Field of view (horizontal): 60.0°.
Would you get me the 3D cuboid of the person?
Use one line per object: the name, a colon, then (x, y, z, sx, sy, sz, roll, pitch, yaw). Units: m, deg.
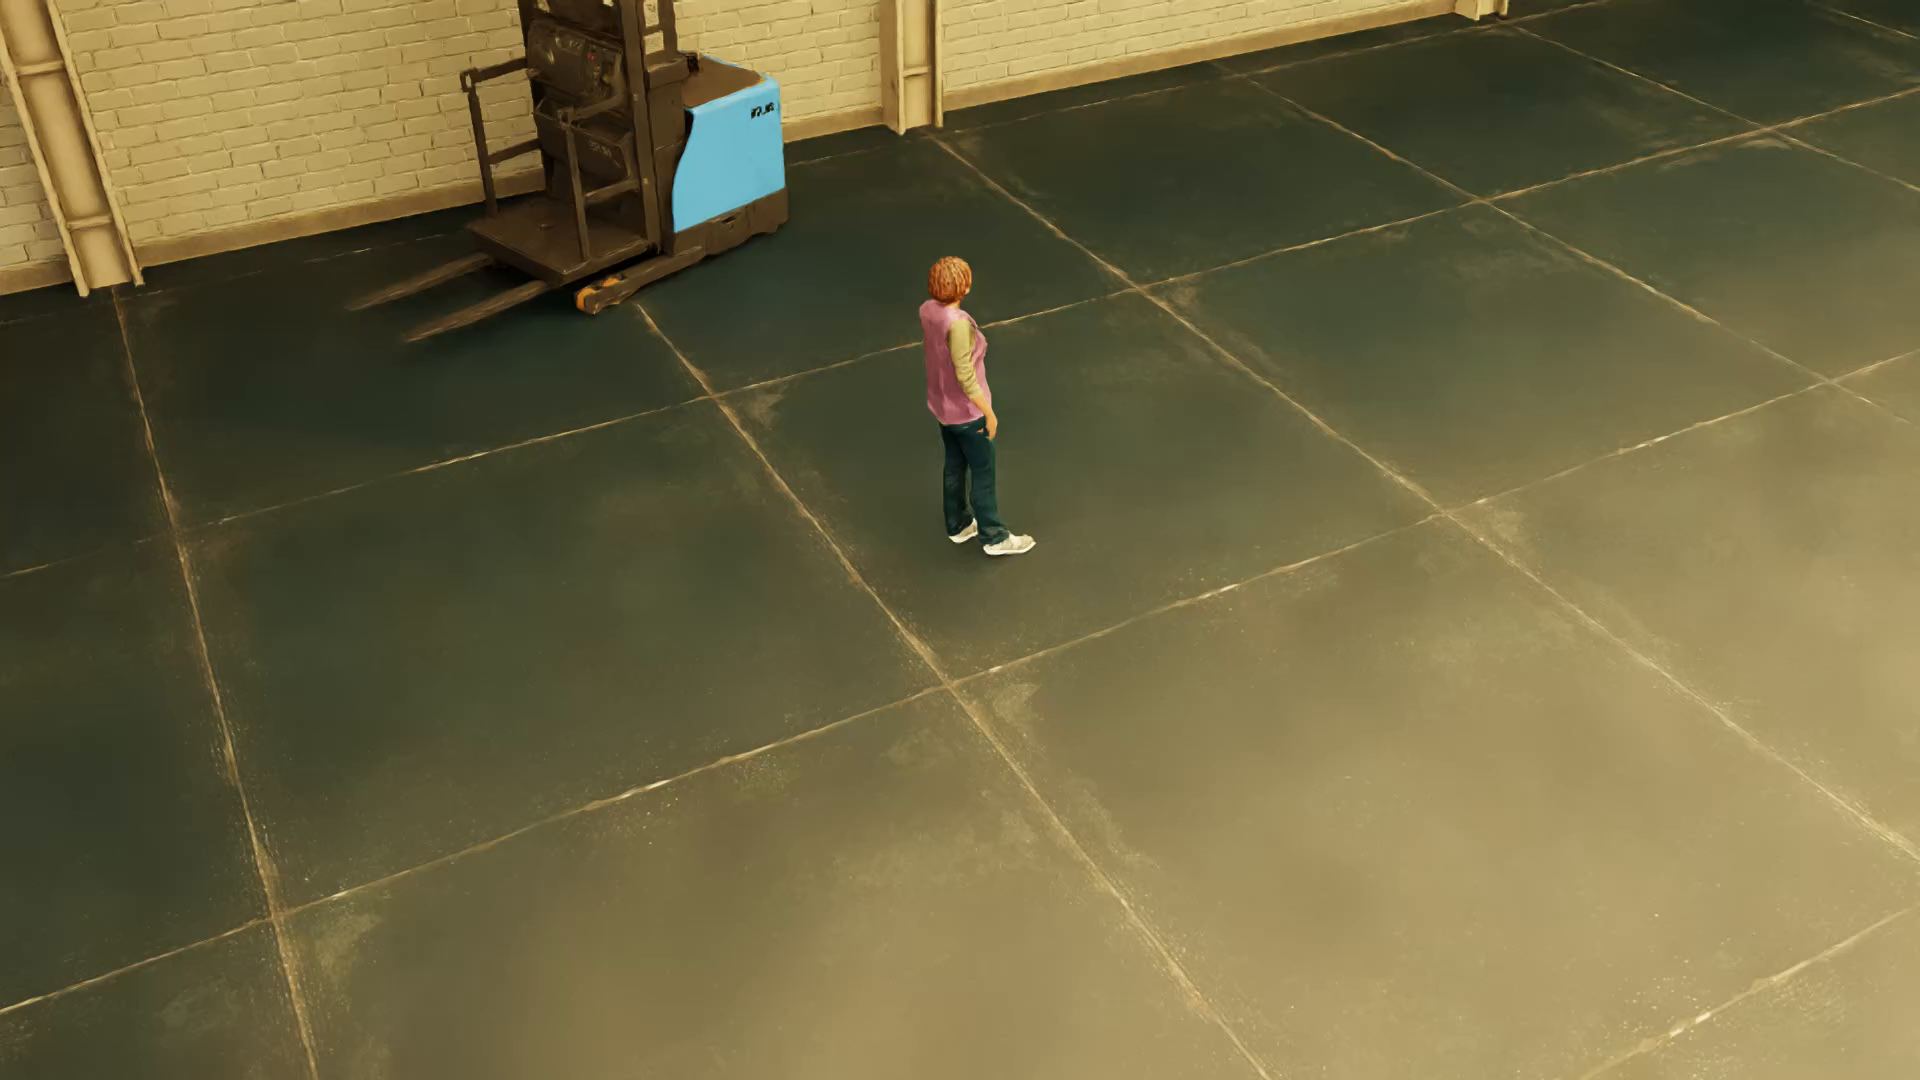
person: (0.072, -0.671, 8.216, 0.474, 1.597, 0.520, -17, 39, -23)

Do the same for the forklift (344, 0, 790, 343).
forklift: (-2.563, -2.979, 10.338, 1.130, 2.935, 3.031, 27, 44, 33)
